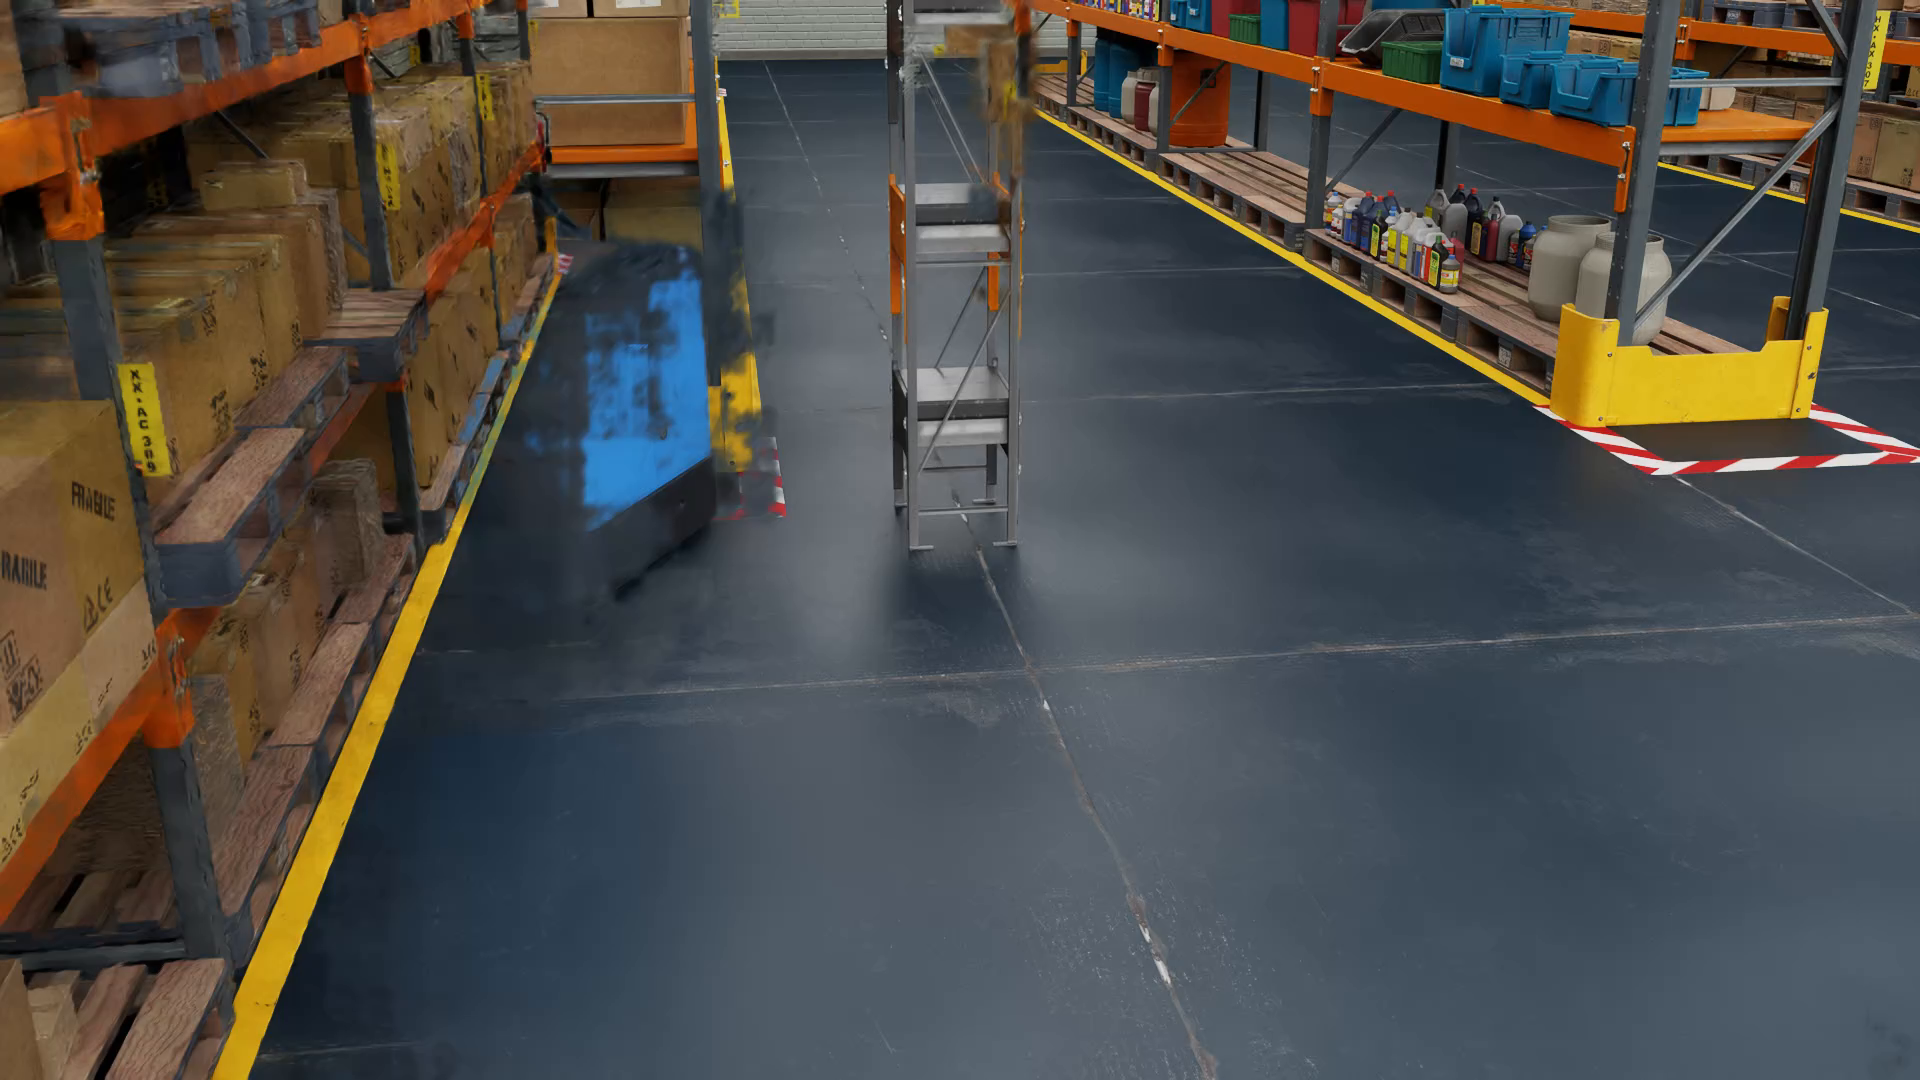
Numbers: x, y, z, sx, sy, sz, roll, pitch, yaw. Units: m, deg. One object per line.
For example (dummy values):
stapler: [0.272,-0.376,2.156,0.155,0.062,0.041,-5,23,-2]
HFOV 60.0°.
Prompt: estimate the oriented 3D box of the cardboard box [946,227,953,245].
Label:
cardboard box: [-4.052,-5.980,21.387,0.380,0.149,0.250,-3,21,-8]

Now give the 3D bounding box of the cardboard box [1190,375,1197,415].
cardboard box: [-2.483,-3.890,15.289,0.500,0.500,0.500,-4,21,-10]

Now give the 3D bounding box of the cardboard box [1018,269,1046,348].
cardboard box: [-3.367,-4.742,17.570,0.500,0.500,0.500,-4,21,-10]

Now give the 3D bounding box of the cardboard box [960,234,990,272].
cardboard box: [-3.831,-5.641,20.334,0.500,0.250,0.500,-3,21,-8]

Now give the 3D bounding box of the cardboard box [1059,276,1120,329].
cardboard box: [-3.150,-4.574,16.047,0.500,0.250,0.500,-3,21,-9]

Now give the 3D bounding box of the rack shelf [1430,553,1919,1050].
rack shelf: [-1.754,-2.088,8.547,1.077,0.370,4.000,-3,21,-8]

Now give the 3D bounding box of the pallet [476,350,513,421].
pallet: [-7.912,-4.066,16.802,1.003,0.211,1.213,-3,21,-8]

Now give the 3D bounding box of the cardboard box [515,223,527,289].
cardboard box: [-8.329,-5.462,19.525,0.700,0.500,0.500,-4,21,-10]

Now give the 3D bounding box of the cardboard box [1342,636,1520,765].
cardboard box: [-2.385,-2.414,10.922,0.500,0.311,0.500,-3,21,-8]

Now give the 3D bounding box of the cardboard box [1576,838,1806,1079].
cardboard box: [-2.141,-1.855,9.153,0.500,0.500,0.500,-3,21,-8]

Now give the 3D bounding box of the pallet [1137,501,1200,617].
pallet: [-2.539,-2.909,13.703,1.003,0.211,1.213,-3,21,-8]

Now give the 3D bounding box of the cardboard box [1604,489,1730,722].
cardboard box: [-1.890,-2.829,9.359,0.700,0.500,0.500,-3,21,-8]

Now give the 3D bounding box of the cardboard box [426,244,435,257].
cardboard box: [-7.571,-4.799,15.108,0.380,0.149,0.250,-3,21,-7]

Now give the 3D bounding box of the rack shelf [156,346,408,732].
rack shelf: [-7.232,-3.222,11.583,1.077,0.370,4.000,-3,21,-8]

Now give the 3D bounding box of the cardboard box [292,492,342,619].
cardboard box: [-7.406,-2.855,12.518,0.700,0.500,0.500,-3,21,-8]

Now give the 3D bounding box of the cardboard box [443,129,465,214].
cardboard box: [-7.634,-5.334,15.614,0.500,0.500,0.500,-3,21,-8]

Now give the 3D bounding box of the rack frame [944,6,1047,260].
rack frame: [-3.773,-7.272,21.399,1.000,3.000,0.127,-3,21,-8]

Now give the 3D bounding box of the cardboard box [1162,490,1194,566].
cardboard box: [-2.761,-3.041,13.400,0.500,0.250,0.500,-3,21,-9]

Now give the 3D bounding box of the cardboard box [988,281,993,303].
cardboard box: [-3.672,-5.067,18.943,0.380,0.149,0.250,-3,21,-8]

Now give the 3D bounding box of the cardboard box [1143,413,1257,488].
cardboard box: [-2.834,-3.477,13.768,0.500,0.311,0.500,-2,21,-6]

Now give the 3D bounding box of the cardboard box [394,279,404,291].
cardboard box: [-7.367,-4.356,13.923,0.380,0.149,0.250,-3,21,-7]

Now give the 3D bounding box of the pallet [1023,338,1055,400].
pallet: [-3.041,-4.301,17.430,1.003,0.211,1.213,-3,21,-8]

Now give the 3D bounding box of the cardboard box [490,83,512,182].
cardboard box: [-8.259,-6.218,18.149,0.980,0.700,0.700,-3,21,-9]

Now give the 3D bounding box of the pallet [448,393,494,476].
pallet: [-7.732,-3.643,15.668,1.003,0.211,1.213,-3,21,-8]

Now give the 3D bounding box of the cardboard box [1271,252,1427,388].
cardboard box: [-2.361,-3.969,12.413,0.500,0.500,0.500,-4,21,-11]

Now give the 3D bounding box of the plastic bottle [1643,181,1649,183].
plastic bottle: [1.337,-5.933,17.980,0.061,0.283,0.133,-3,21,-8]

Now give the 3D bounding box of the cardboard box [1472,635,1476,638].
cardboard box: [-1.923,-2.618,11.466,0.500,0.311,0.500,-3,21,-8]

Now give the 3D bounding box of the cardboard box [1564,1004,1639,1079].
cardboard box: [-2.142,-1.503,9.284,0.500,0.250,0.500,-3,21,-8]

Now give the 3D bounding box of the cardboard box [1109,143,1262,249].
cardboard box: [-2.822,-4.958,14.461,0.700,0.500,0.500,-10,23,-26]

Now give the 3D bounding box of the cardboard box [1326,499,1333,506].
cardboard box: [-2.149,-3.150,12.891,0.500,0.311,0.500,-3,21,-8]

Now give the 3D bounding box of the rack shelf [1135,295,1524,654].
rack shelf: [-2.331,-3.473,12.255,1.077,0.370,4.000,-3,21,-8]

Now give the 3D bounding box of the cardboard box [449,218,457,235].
cardboard box: [-7.650,-5.070,15.835,0.380,0.149,0.250,-3,21,-8]

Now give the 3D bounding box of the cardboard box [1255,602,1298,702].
cardboard box: [-2.535,-2.507,11.972,0.500,0.250,0.500,-2,21,-7]

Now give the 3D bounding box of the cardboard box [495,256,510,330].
cardboard box: [-8.104,-4.926,18.090,0.700,0.500,0.500,-3,21,-7]

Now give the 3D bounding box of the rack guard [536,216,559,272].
rack guard: [-8.677,-5.858,21.187,1.175,0.500,0.348,-3,21,-8]

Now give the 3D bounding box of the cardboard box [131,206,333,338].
cardboard box: [-7.336,-4.150,12.268,0.700,0.500,0.500,-5,21,-13]

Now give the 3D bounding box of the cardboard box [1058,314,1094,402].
cardboard box: [-3.143,-4.210,16.144,0.500,0.500,0.500,-4,21,-10]

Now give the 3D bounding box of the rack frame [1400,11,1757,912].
rack frame: [-2.043,-3.117,10.275,1.000,3.000,0.127,-3,21,-8]

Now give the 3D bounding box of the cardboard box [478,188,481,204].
cardboard box: [-7.768,-5.425,16.784,0.380,0.149,0.250,-3,21,-7]

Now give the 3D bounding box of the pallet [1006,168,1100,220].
pallet: [-3.189,-5.515,16.969,1.003,0.211,1.213,-3,21,-8]

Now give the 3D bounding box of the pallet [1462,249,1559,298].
pallet: [1.383,-5.505,20.655,1.003,0.211,1.213,-3,21,-8]

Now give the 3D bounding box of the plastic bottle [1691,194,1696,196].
plastic bottle: [1.452,-5.661,17.370,0.097,0.201,0.097,0,20,0]

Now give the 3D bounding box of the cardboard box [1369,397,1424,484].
cardboard box: [-2.351,-3.349,11.089,0.396,0.266,0.258,-3,21,-9]

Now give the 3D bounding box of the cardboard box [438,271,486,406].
cardboard box: [-7.744,-4.300,15.913,0.750,0.750,0.750,-2,21,-6]

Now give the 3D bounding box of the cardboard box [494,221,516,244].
cardboard box: [-8.048,-5.538,18.802,0.380,0.149,0.250,-4,21,-9]

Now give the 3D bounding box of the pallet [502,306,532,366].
pallet: [-8.130,-4.597,18.222,1.003,0.211,1.213,-3,21,-8]

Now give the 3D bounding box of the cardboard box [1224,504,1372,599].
cardboard box: [-2.604,-2.941,12.332,0.500,0.311,0.500,-3,21,-8]

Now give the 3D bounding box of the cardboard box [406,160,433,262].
cardboard box: [-7.404,-4.810,14.209,0.500,0.500,0.500,-2,21,-6]

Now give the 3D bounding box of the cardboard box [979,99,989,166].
cardboard box: [-3.674,-6.450,19.056,0.500,0.500,0.500,-2,21,-7]

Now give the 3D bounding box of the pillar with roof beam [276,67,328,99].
pillar with roof beam: [-4.794,-8.862,17.083,9.100,9.000,0.400,-3,21,-8]

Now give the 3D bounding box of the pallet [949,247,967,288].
pallet: [-3.646,-5.663,21.078,1.003,0.211,1.213,-3,21,-8]

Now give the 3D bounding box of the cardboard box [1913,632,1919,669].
cardboard box: [-1.935,-2.743,8.202,0.380,0.149,0.250,-3,21,-8]

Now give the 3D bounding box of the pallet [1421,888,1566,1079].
pallet: [-1.970,-1.534,10.020,1.003,0.211,1.213,-3,21,-8]

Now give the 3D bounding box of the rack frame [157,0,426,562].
rack frame: [-7.521,-4.251,13.311,1.000,3.000,0.127,-3,21,-8]
